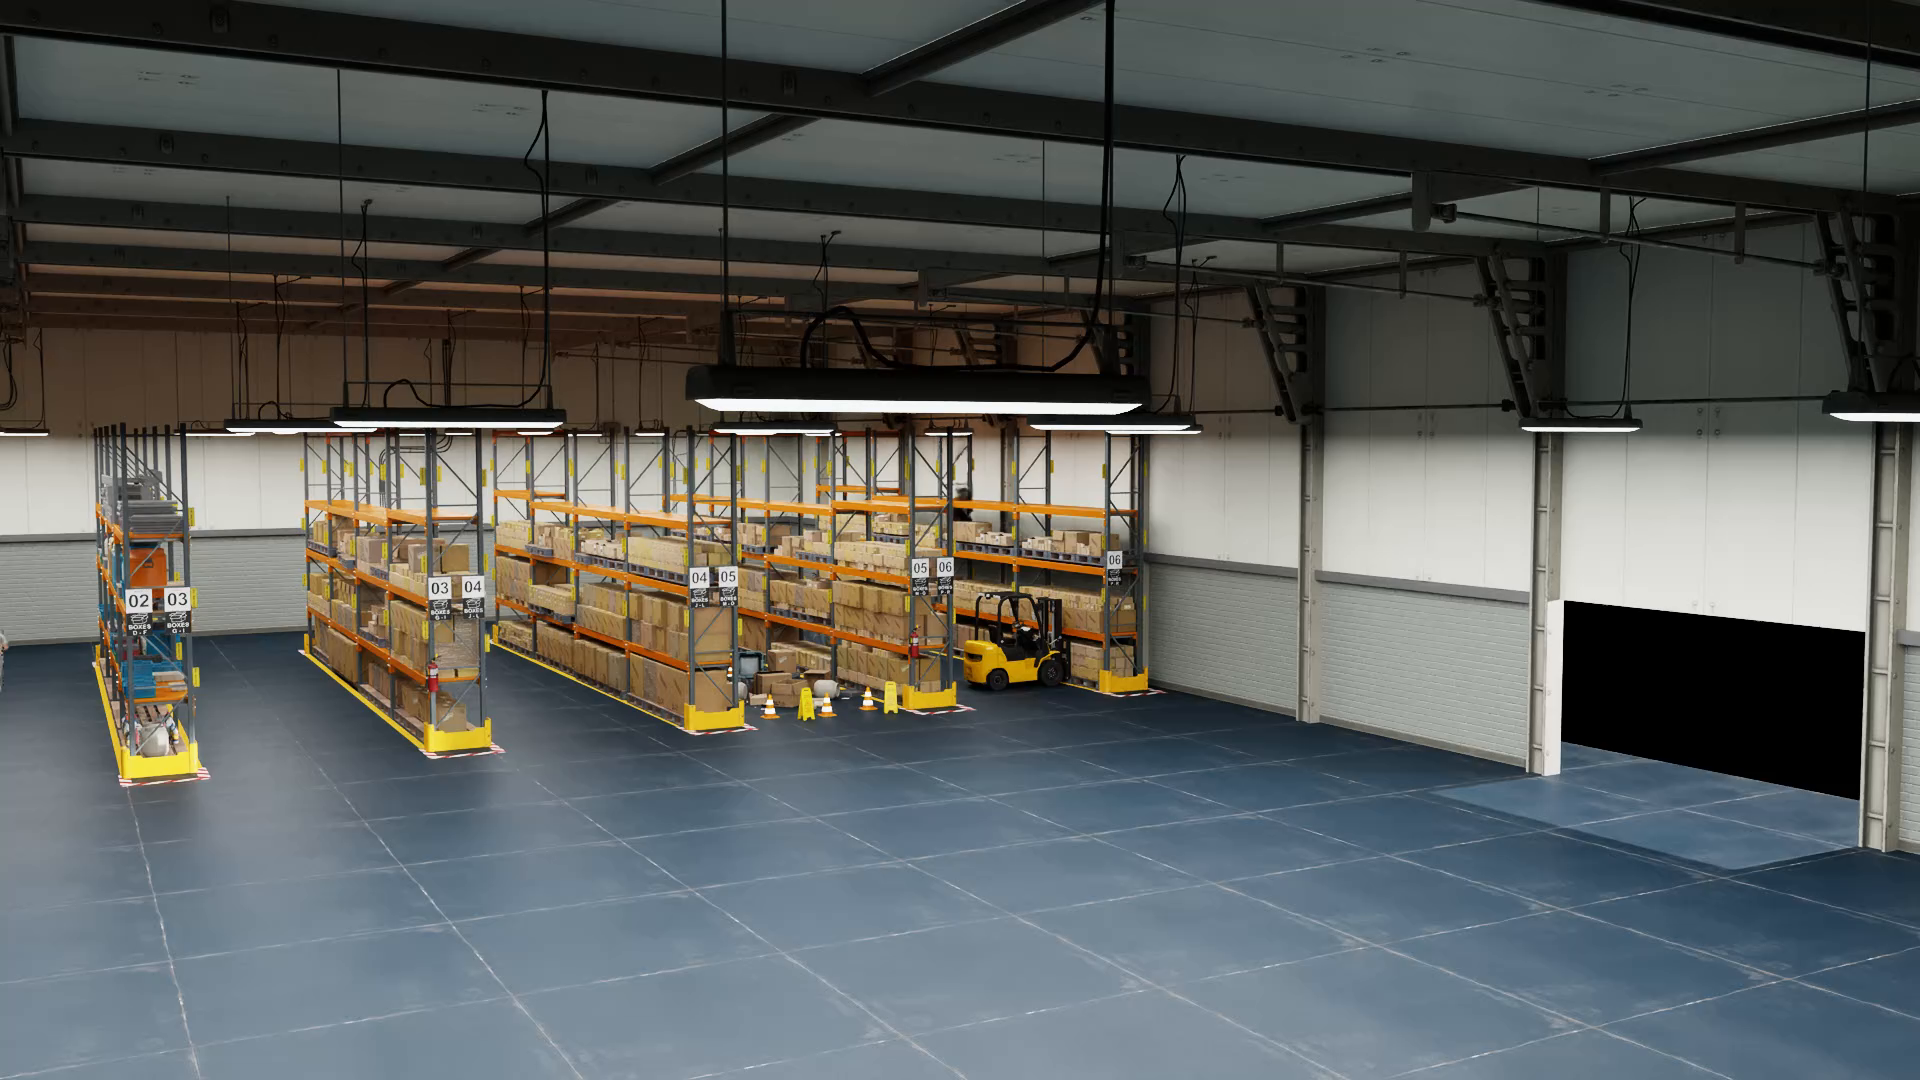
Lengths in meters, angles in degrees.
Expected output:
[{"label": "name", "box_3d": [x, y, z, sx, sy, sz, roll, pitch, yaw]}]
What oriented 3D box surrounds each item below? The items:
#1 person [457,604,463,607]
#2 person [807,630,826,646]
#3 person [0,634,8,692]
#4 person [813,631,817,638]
[{"label": "person", "box_3d": [-13.504, 2.156, 45.028, 0.608, 1.720, 0.795, -1, 4, -23]}, {"label": "person", "box_3d": [-3.873, 2.120, 44.832, 0.677, 1.823, 0.738, -2, 4, -33]}, {"label": "person", "box_3d": [-21.424, 2.659, 36.878, 0.570, 1.672, 0.805, -2, 4, -33]}, {"label": "person", "box_3d": [-4.390, 2.056, 47.084, 0.580, 1.670, 1.062, -3, 5, -43]}]
